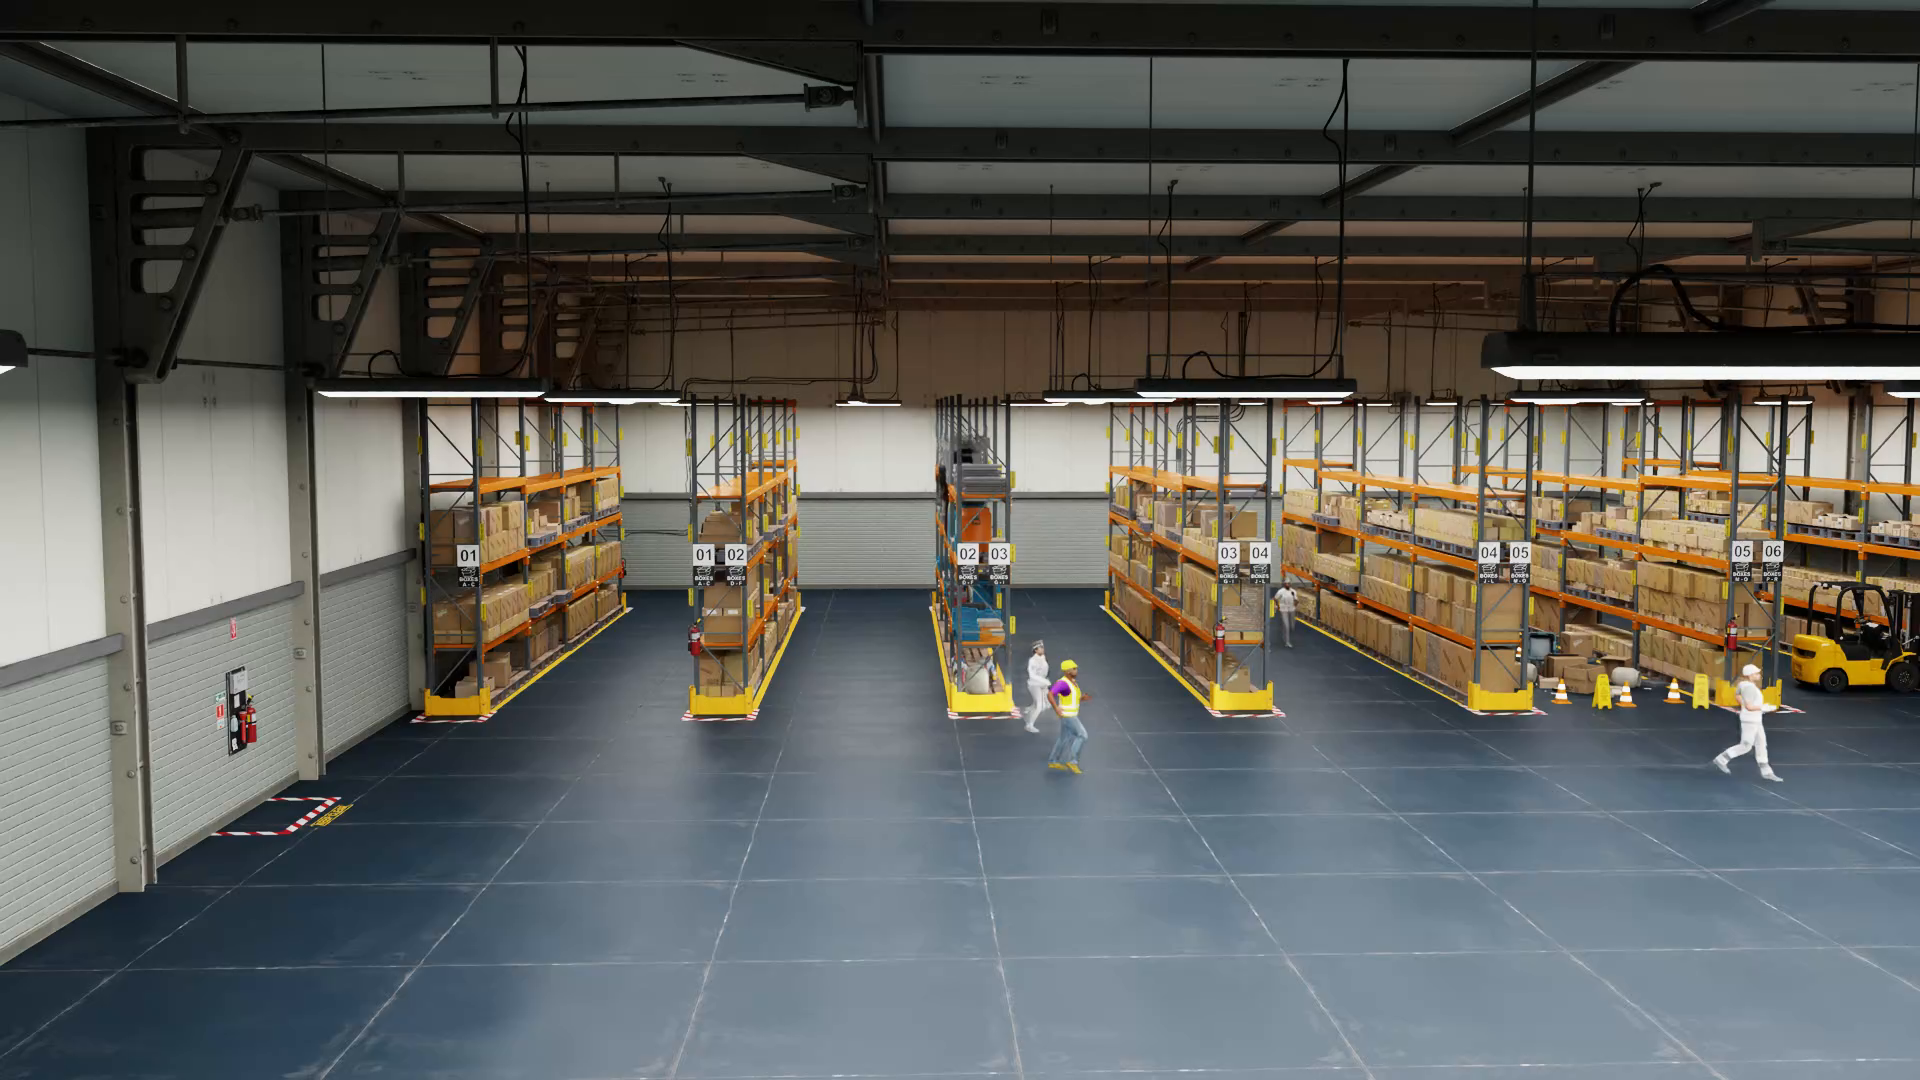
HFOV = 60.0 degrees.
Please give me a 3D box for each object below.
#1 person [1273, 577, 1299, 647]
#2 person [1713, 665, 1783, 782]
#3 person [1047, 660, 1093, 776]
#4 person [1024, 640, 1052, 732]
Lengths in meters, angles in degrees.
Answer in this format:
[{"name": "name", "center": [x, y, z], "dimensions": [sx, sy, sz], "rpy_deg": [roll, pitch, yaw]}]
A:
[{"name": "person", "center": [7.892, 1.727, 40.196], "dimensions": [0.588, 1.662, 0.815], "rpy_deg": [-1, 5, -7]}, {"name": "person", "center": [12.126, 2.799, 25.528], "dimensions": [0.987, 1.786, 0.656], "rpy_deg": [3, 5, 29]}, {"name": "person", "center": [1.728, 2.787, 26.127], "dimensions": [0.700, 1.806, 0.685], "rpy_deg": [1, 5, 10]}, {"name": "person", "center": [1.419, 2.587, 29.518], "dimensions": [0.590, 1.655, 0.651], "rpy_deg": [3, 5, 31]}]
